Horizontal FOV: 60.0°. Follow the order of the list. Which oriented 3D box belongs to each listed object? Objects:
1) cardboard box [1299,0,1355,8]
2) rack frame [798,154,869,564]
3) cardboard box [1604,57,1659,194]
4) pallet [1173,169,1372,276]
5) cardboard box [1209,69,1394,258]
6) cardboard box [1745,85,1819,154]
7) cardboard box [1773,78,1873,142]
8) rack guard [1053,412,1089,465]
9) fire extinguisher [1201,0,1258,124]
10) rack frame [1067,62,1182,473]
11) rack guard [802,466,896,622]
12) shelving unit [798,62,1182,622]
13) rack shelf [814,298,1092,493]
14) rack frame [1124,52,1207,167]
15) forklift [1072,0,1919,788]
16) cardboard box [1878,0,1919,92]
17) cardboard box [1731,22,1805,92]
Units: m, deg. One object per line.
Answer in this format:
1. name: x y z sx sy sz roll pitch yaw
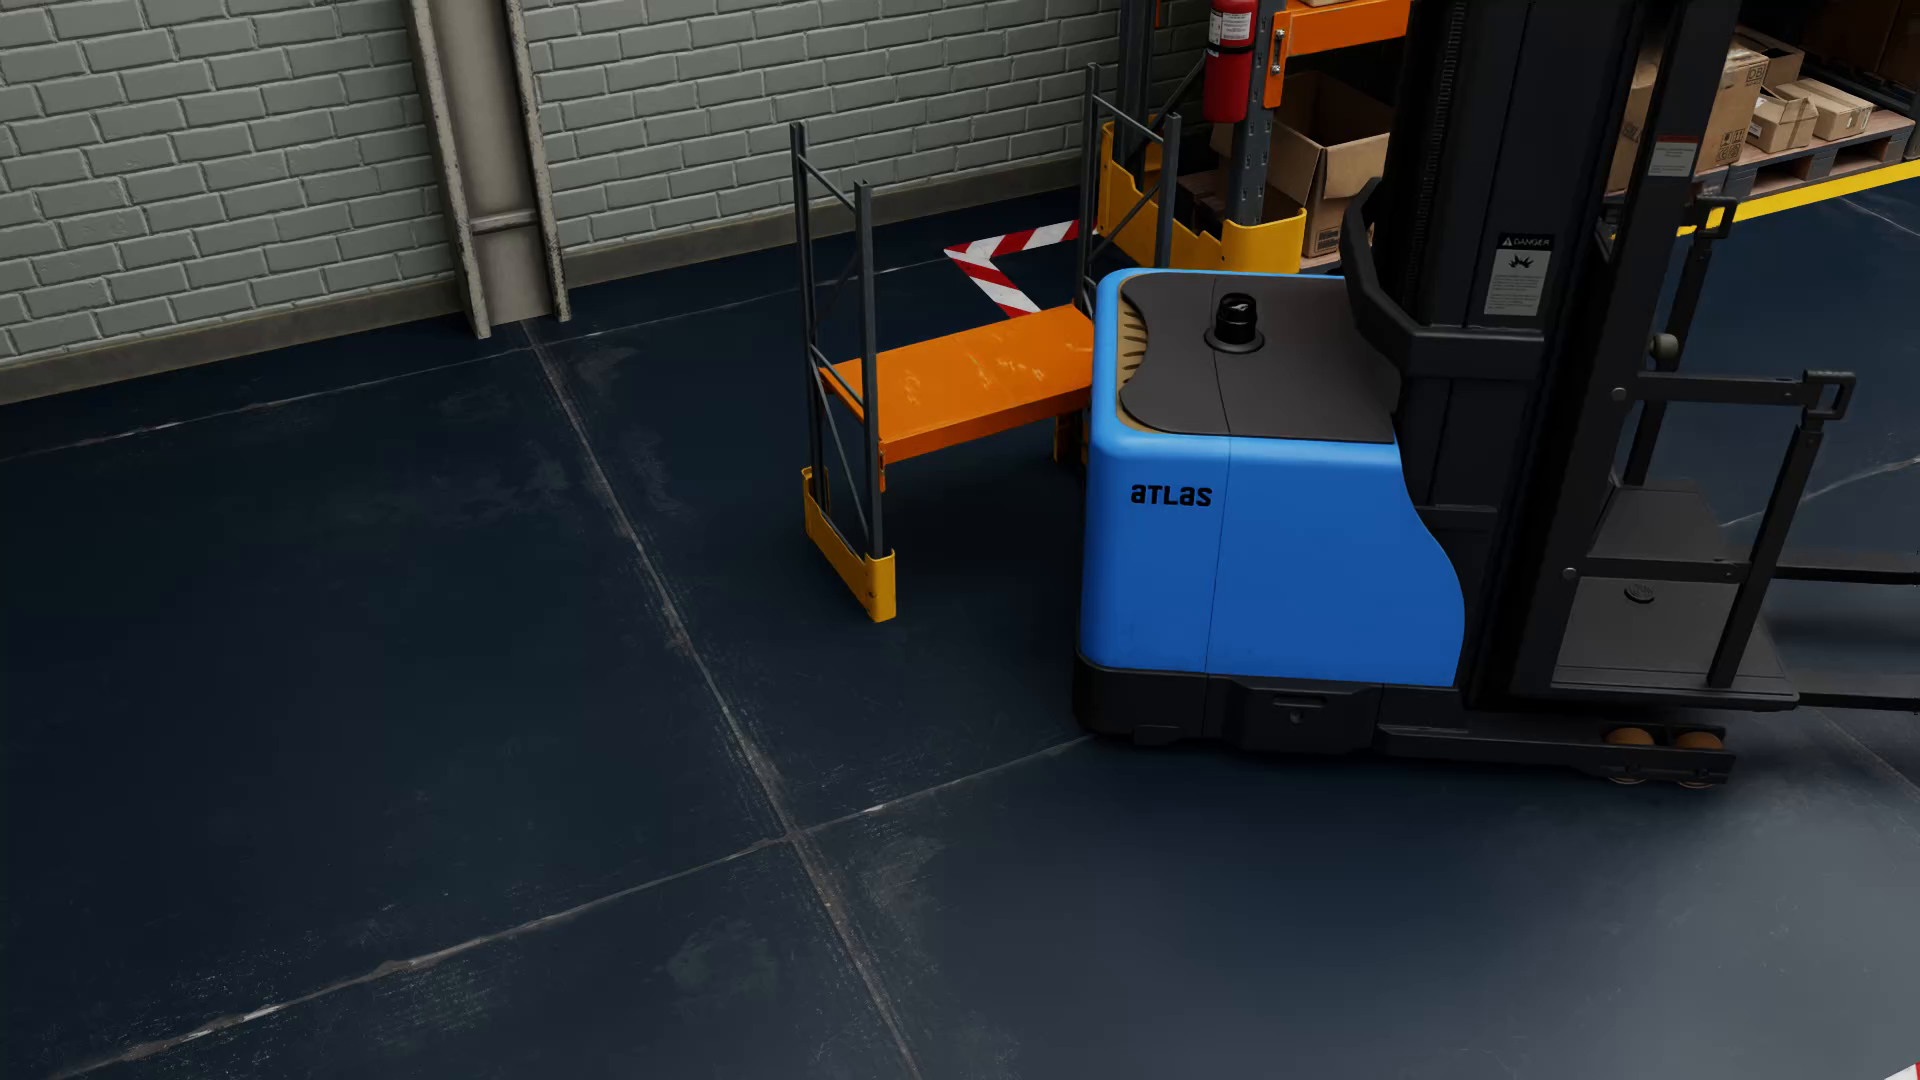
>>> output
1. cardboard box: 1.360 -2.197 6.405 0.250 0.149 0.380 -16 39 -20
2. rack frame: -0.374 -0.498 5.163 0.013 1.308 0.475 -17 40 -22
3. cardboard box: 2.851 -1.906 7.548 0.500 0.500 0.500 -15 39 -19
4. pallet: 1.736 -1.464 7.547 1.213 0.211 1.003 -16 39 -20
5. cardboard box: 1.539 -1.632 7.175 0.637 0.503 0.797 -17 40 -22
6. cardboard box: 3.864 -2.056 7.946 0.258 0.266 0.396 -14 39 -18
7. cardboard box: 4.187 -2.099 8.103 0.250 0.149 0.380 -17 40 -21
8. rack guard: 0.510 -0.271 5.905 0.087 0.250 0.587 -17 40 -22
9. fire extinguisher: 1.009 -1.895 6.165 0.183 0.674 0.296 -16 39 -20
10. rack frame: 0.528 -0.778 5.540 0.032 1.500 0.500 -17 40 -22
11. rack guard: -0.372 0.004 5.534 0.087 0.250 0.587 -17 40 -22
12. shelving unit: 0.069 -0.635 5.347 1.083 1.500 0.587 -17 40 -22
13. rack shelf: 0.077 -0.493 5.458 1.000 0.185 0.538 -17 40 -22
14. rack frame: 0.947 -2.361 6.415 0.053 2.616 0.949 -16 39 -20
15. forklift: 1.878 -0.795 4.361 3.031 2.935 1.130 3 37 4
16. cardboard box: 5.100 -2.541 8.403 0.500 0.500 0.500 -14 39 -18
17. cardboard box: 3.868 -2.424 8.404 0.500 0.311 0.500 -14 39 -18
